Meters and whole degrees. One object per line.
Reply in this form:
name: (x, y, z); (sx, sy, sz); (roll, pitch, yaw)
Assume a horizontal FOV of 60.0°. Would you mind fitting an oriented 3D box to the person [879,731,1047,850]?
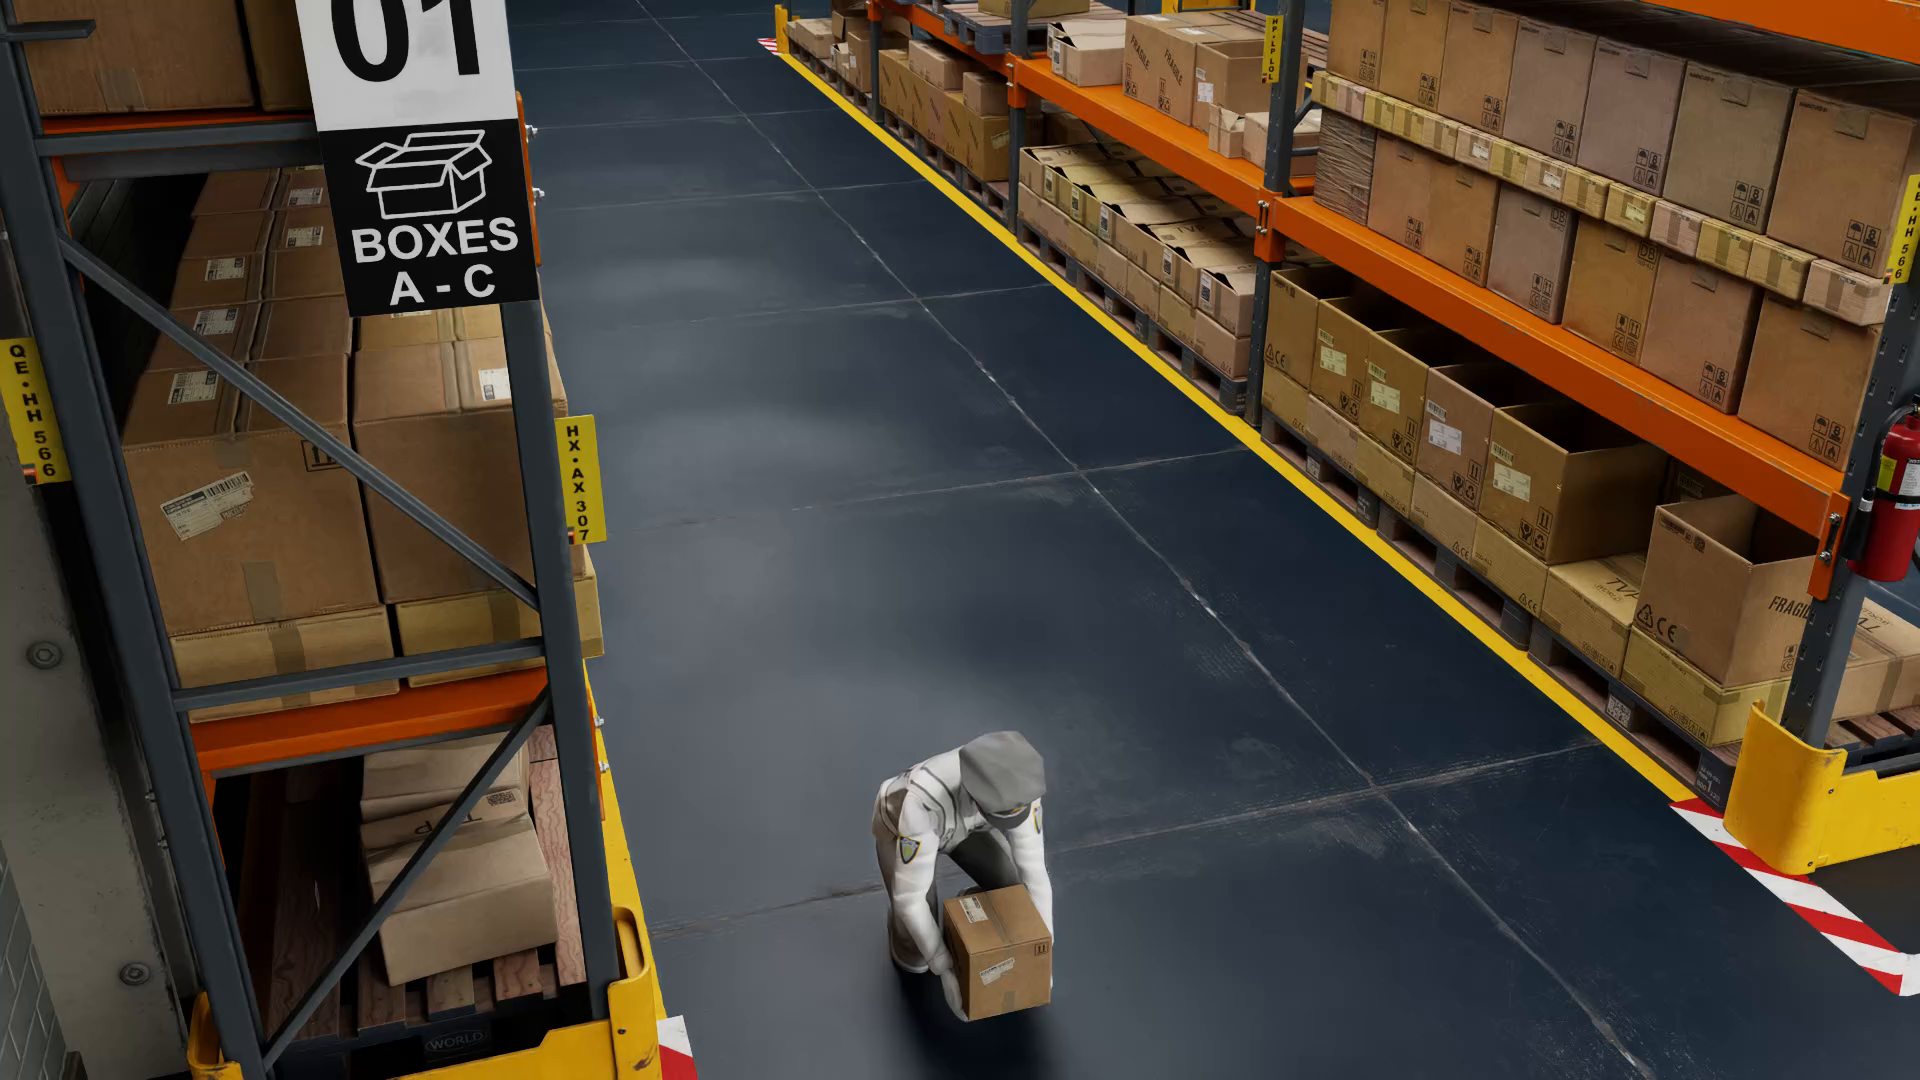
person: (0.003, 0.767, 5.005); (0.402, 0.631, 0.761); (-8, 28, -16)
